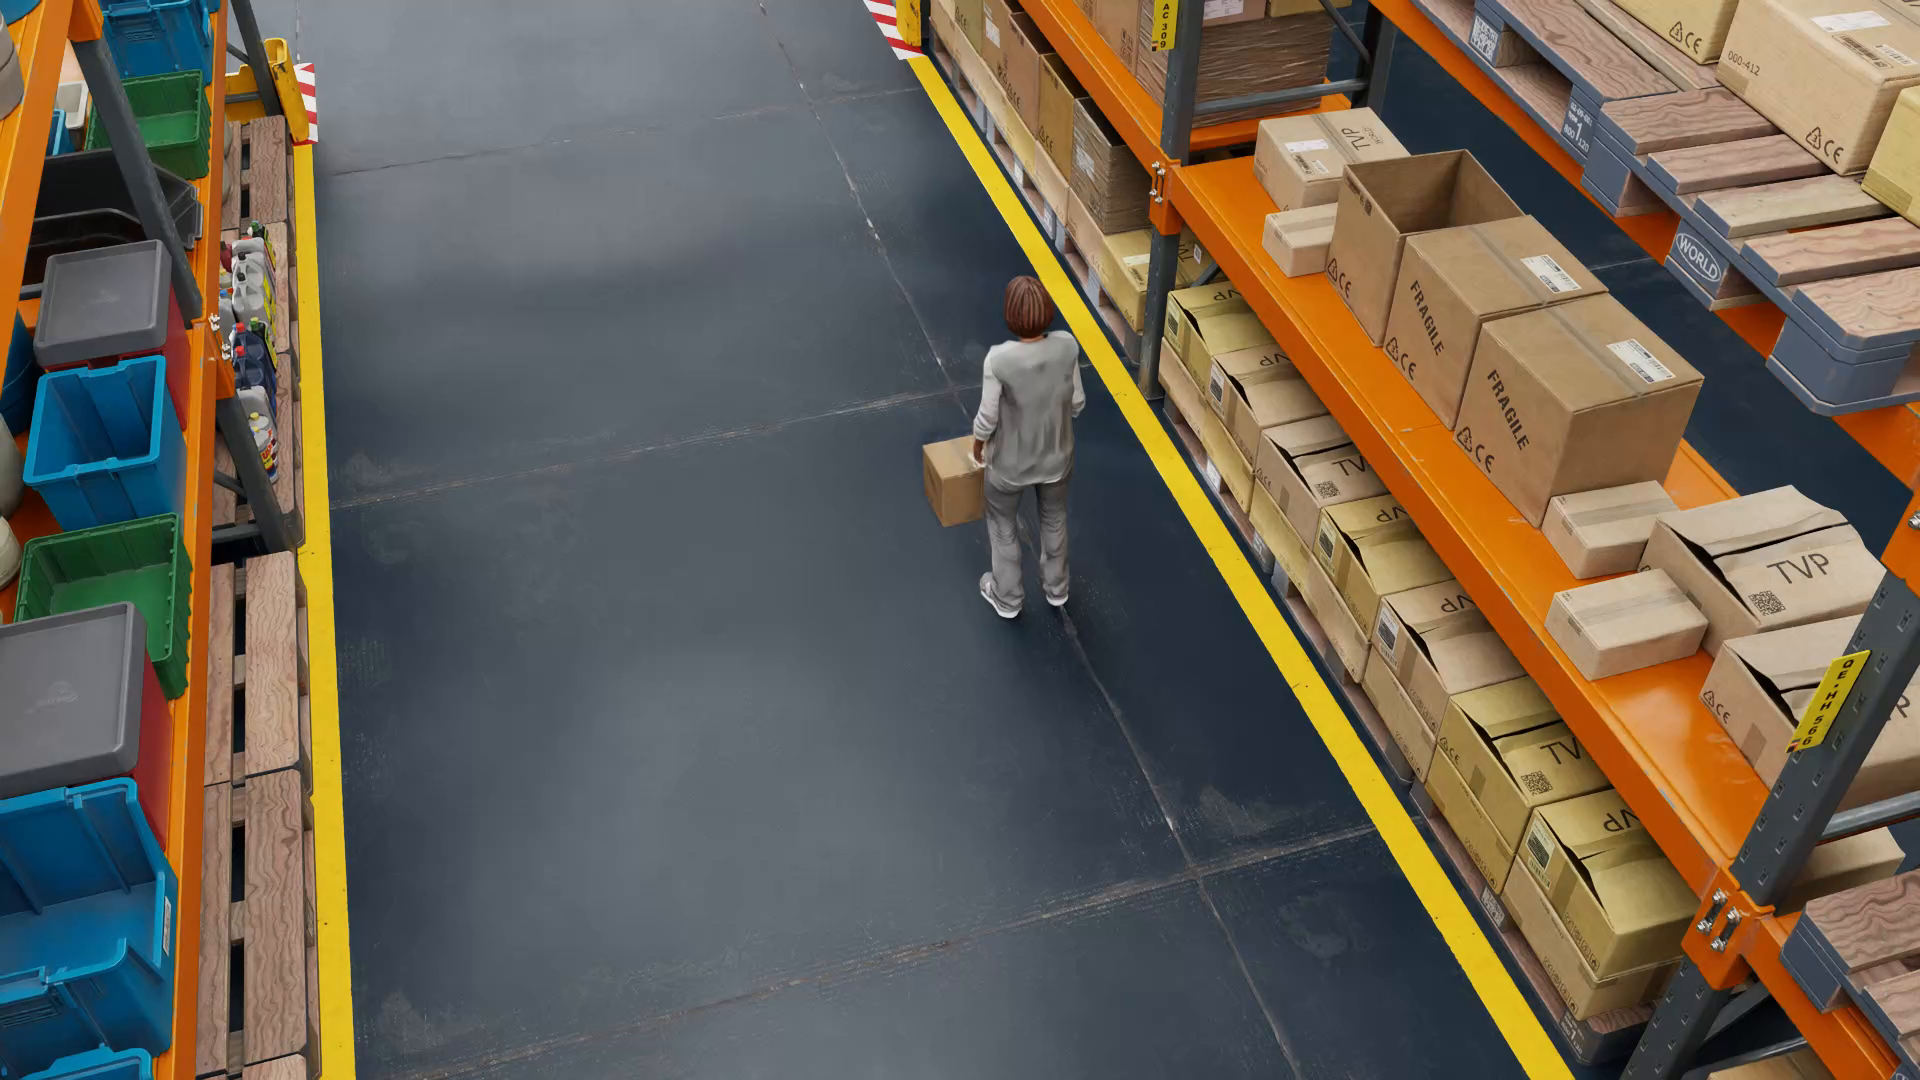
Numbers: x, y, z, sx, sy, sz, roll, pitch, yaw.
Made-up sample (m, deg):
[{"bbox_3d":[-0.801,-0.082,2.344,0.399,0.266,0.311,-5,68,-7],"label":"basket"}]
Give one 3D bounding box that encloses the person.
[{"bbox_3d":[0.265,-0.332,6.523,0.450,1.599,0.336,-12,44,-13],"label":"person"}]
